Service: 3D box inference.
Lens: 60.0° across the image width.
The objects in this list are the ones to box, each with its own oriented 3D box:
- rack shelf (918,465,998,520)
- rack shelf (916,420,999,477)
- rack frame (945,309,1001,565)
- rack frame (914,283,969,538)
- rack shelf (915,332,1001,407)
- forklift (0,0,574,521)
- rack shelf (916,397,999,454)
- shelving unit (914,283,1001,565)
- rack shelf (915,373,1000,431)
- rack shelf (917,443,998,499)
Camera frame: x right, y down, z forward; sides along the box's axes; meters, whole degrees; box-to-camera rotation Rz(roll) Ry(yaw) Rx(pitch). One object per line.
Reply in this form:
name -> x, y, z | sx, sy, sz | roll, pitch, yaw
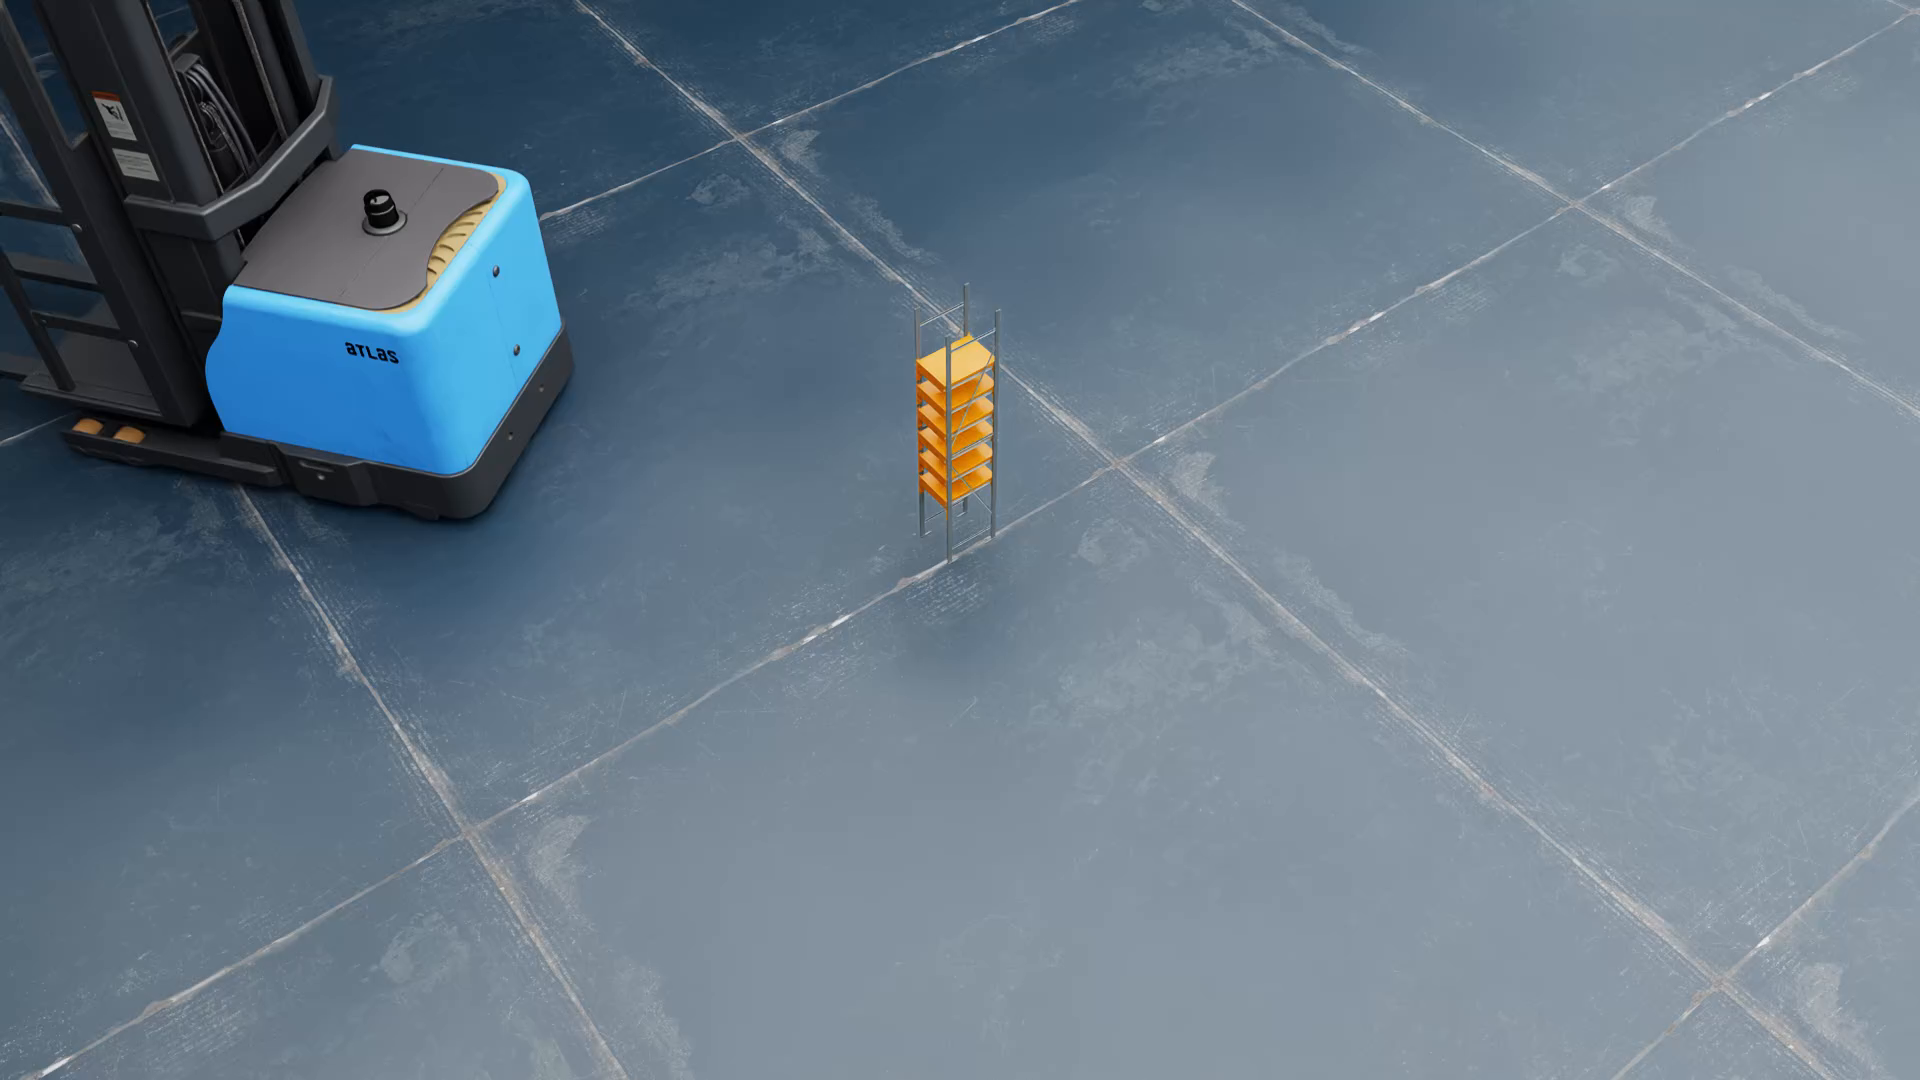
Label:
rack shelf -> -0.009, -0.220, 6.523 | 0.258, 0.103, 0.180 | -29, 54, -24
rack shelf -> -0.009, -0.382, 6.345 | 0.258, 0.103, 0.180 | -29, 54, -24
rack frame -> 0.047, -0.358, 6.263 | 0.240, 1.200, 0.006 | -29, 54, -24
rack frame -> -0.064, -0.465, 6.361 | 0.240, 1.200, 0.006 | -29, 54, -24
rack shelf -> -0.009, -0.623, 6.078 | 0.258, 0.103, 0.180 | -29, 54, -24
forklift -> -3.278, -1.667, 6.282 | 3.031, 2.935, 1.130 | 11, 49, 10
rack shelf -> -0.009, -0.462, 6.256 | 0.258, 0.103, 0.180 | -29, 54, -24
shelving unit -> -0.009, -0.412, 6.312 | 0.258, 1.200, 0.189 | -29, 54, -24
rack shelf -> -0.009, -0.543, 6.167 | 0.258, 0.103, 0.180 | -29, 54, -24
rack shelf -> -0.009, -0.301, 6.434 | 0.258, 0.103, 0.180 | -29, 54, -24
